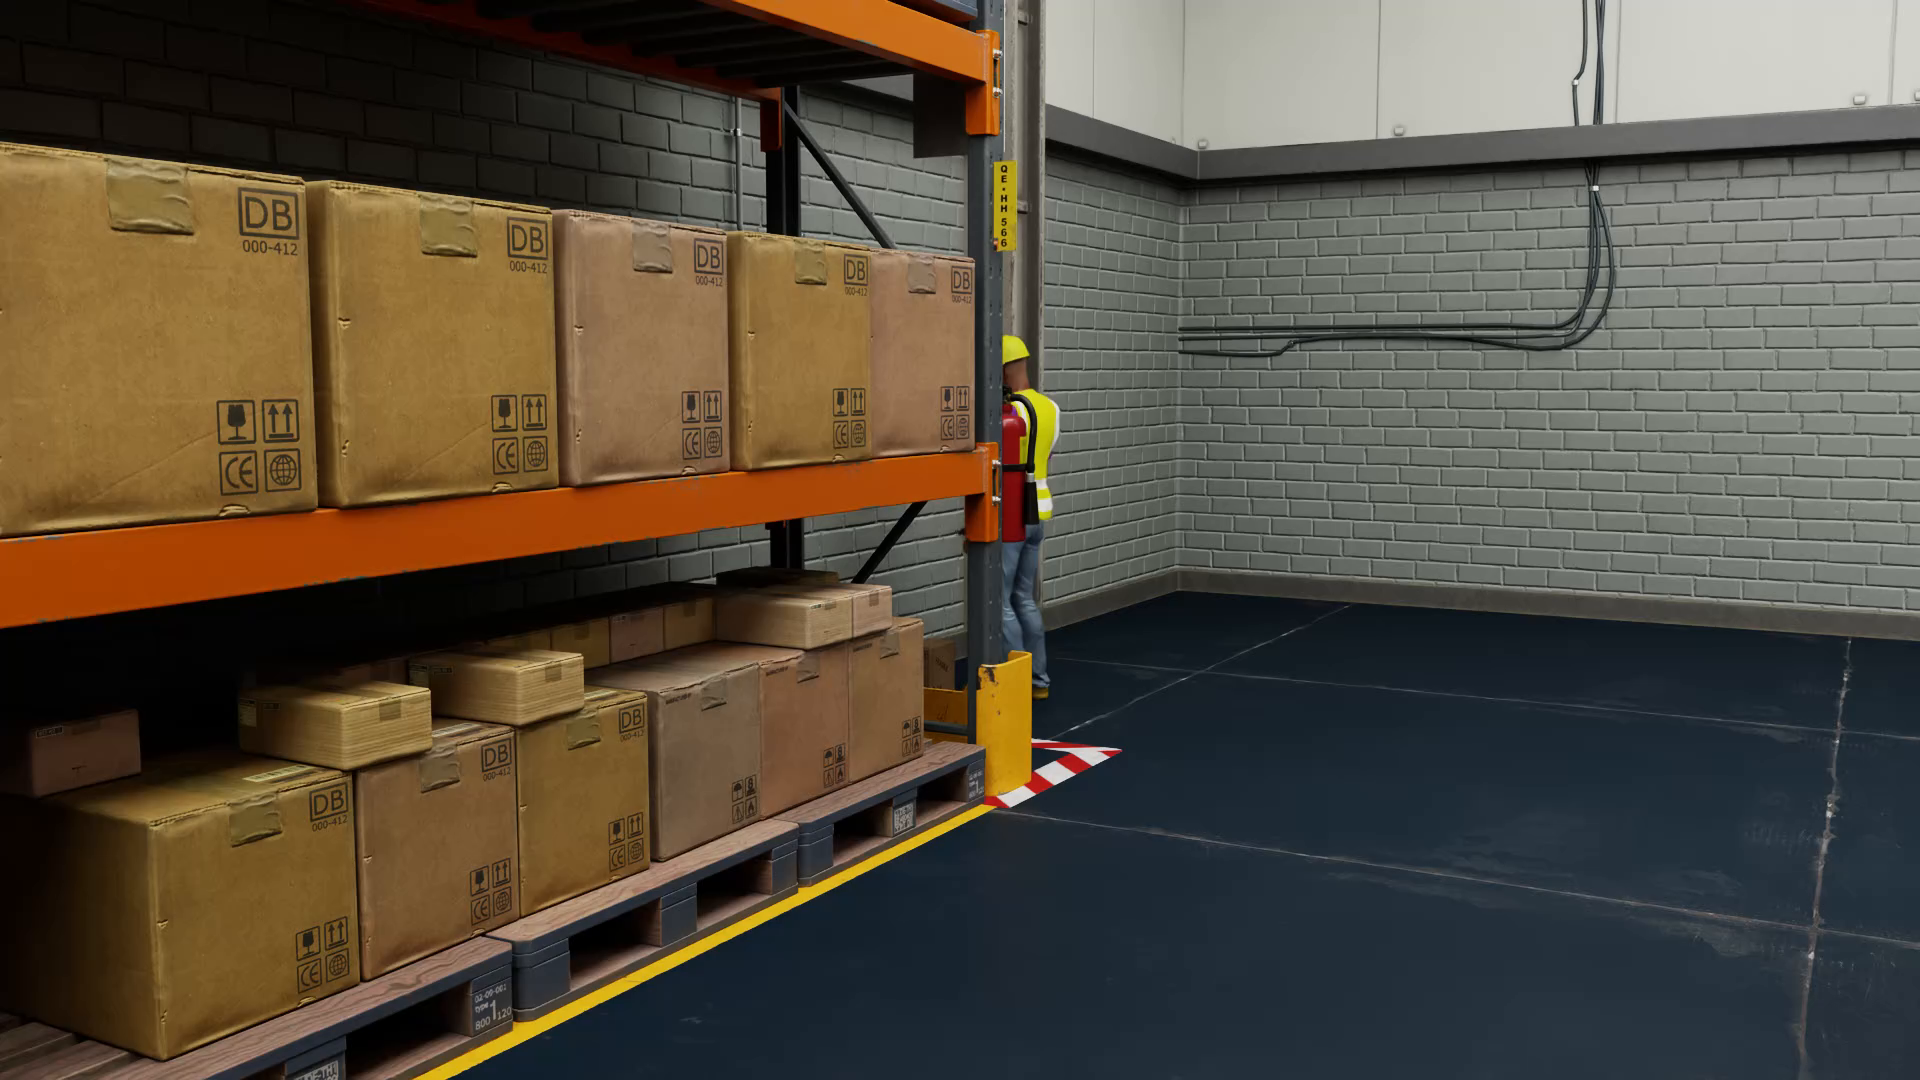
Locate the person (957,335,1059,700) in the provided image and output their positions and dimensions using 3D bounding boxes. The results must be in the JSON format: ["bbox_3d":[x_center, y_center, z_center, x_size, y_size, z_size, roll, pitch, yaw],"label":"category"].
[{"bbox_3d":[0.236,-0.091,7.937,0.368,1.759,0.568,3,7,30],"label":"person"}]
